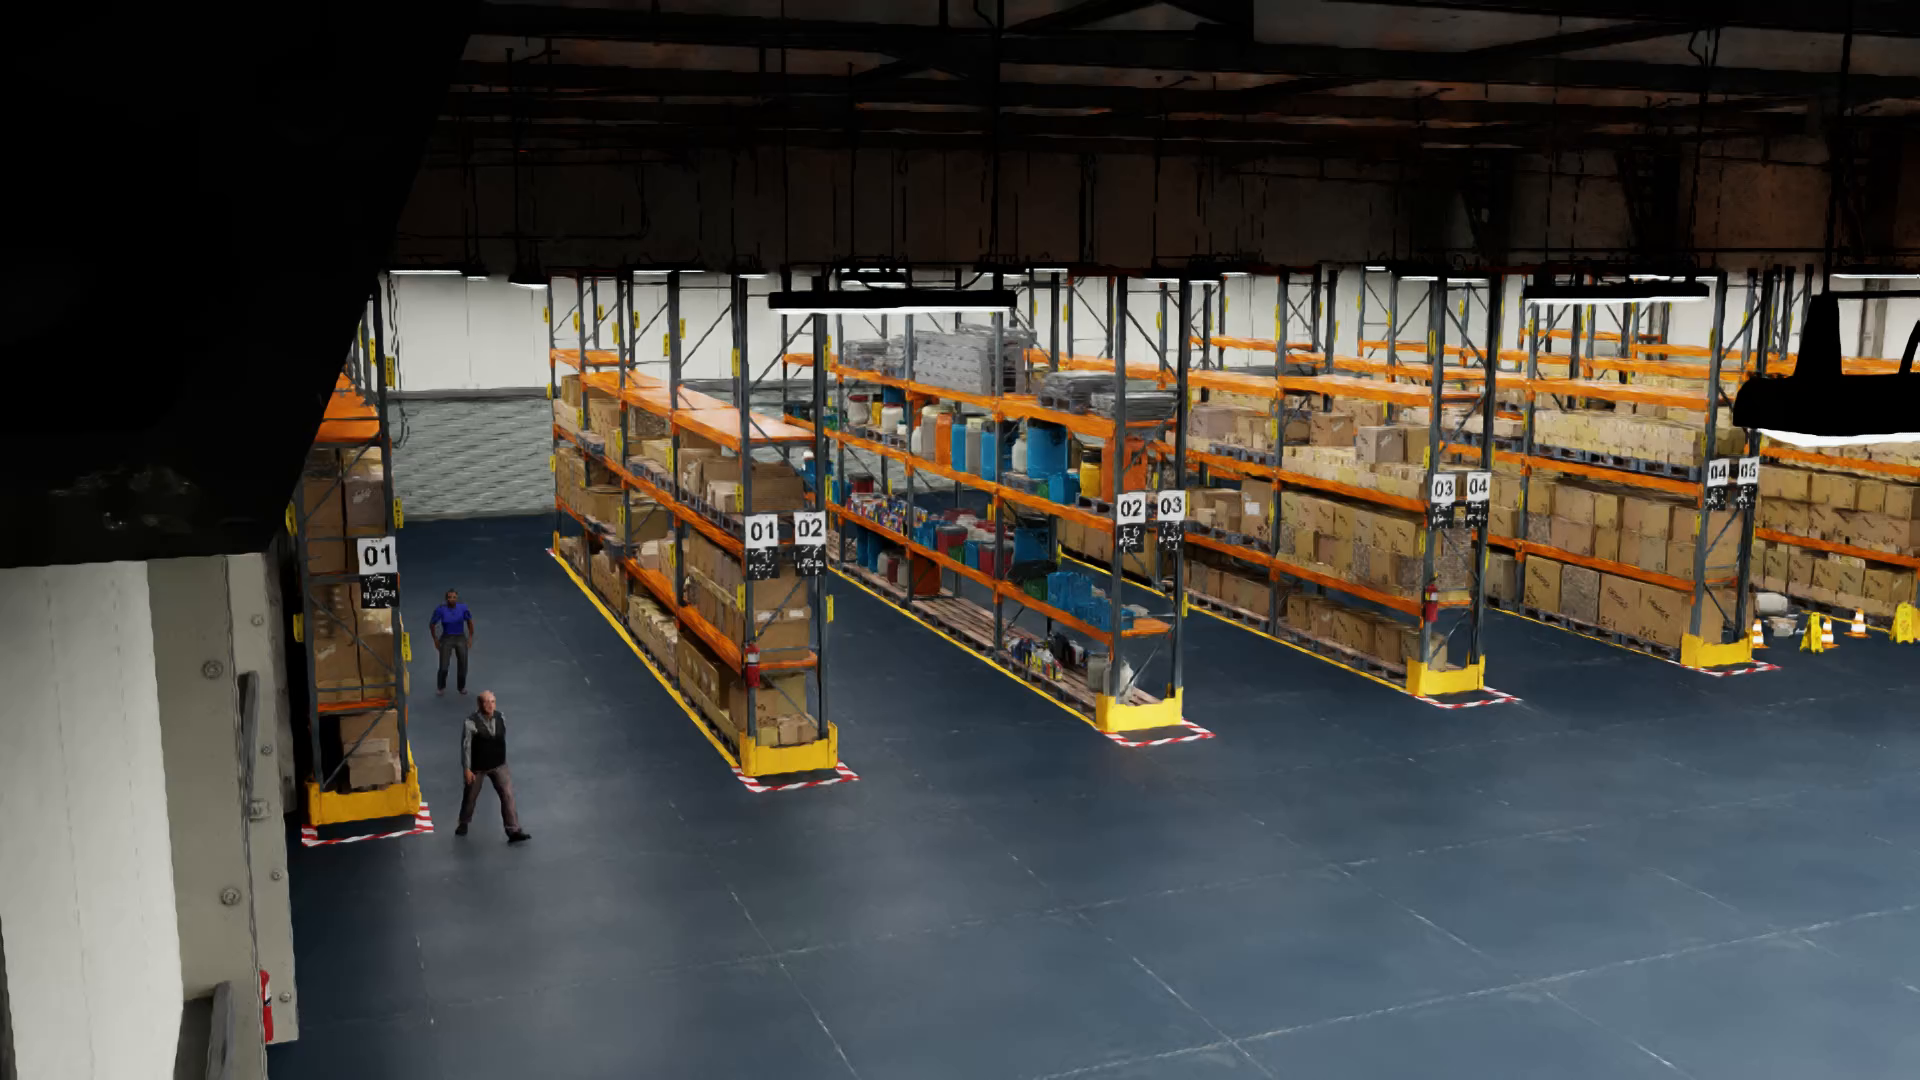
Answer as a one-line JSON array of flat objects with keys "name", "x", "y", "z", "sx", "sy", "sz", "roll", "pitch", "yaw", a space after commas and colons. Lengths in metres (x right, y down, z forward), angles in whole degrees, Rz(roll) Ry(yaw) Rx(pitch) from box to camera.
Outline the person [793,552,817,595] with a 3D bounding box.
[{"name": "person", "x": -2.871, "y": 0.205, "z": 30.789, "sx": 0.495, "sy": 1.585, "sz": 1.086, "roll": -3, "pitch": 10, "yaw": -19}]

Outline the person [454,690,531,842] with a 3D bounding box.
[{"name": "person", "x": -5.112, "y": 2.431, "z": 17.946, "sx": 0.576, "sy": 1.681, "sz": 0.955, "roll": -10, "pitch": 14, "yaw": -44}]

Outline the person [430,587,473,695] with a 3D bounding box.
[{"name": "person", "x": -7.262, "y": 1.452, "z": 23.792, "sx": 0.592, "sy": 1.590, "sz": 0.513, "roll": -4, "pitch": 11, "yaw": -24}]

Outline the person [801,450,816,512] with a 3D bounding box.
[{"name": "person", "x": -3.375, "y": -1.190, "z": 38.309, "sx": 0.682, "sy": 1.763, "sz": 0.464, "roll": 7, "pitch": 12, "yaw": 34}]
